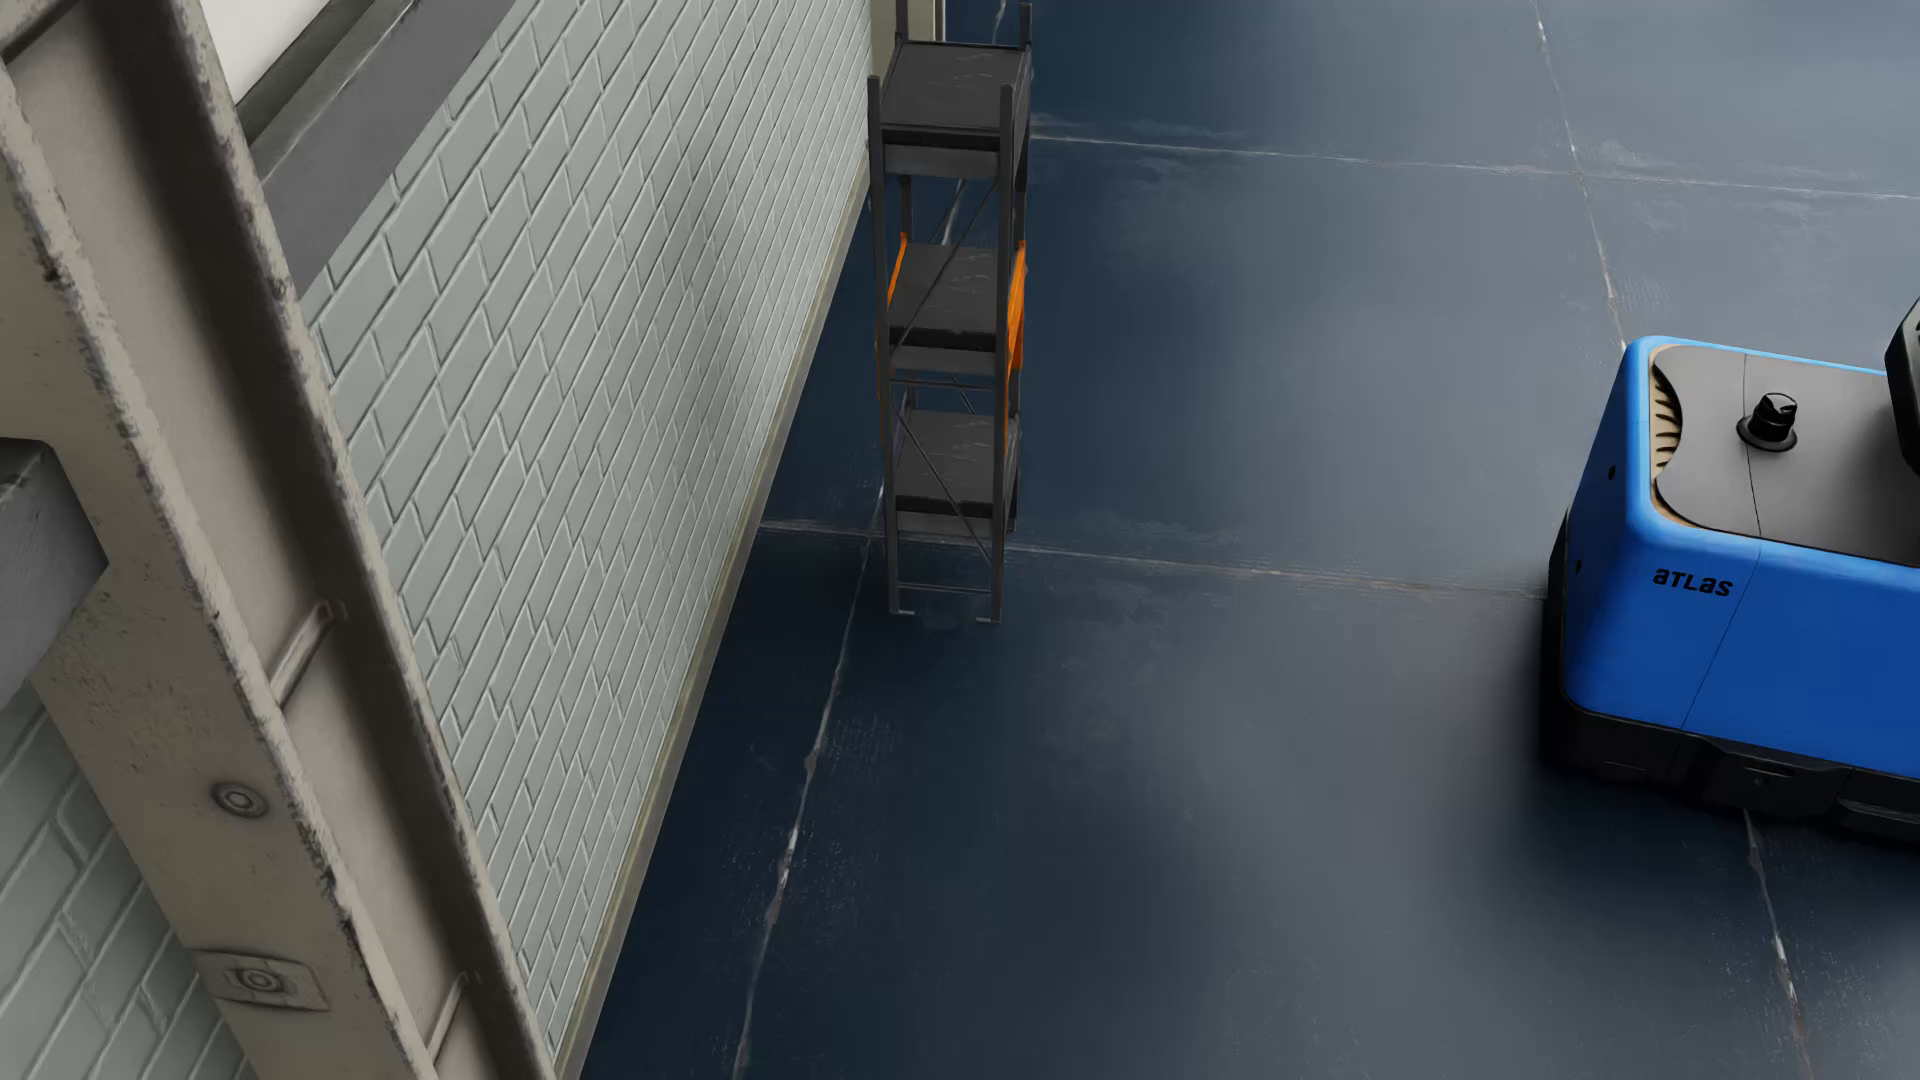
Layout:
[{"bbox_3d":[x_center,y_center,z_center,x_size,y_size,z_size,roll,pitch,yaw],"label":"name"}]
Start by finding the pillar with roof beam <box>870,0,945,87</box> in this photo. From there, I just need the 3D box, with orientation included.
[{"bbox_3d":[4.016,-4.966,4.950,9.100,9.000,0.400,5,44,6],"label":"pillar with roof beam"}]

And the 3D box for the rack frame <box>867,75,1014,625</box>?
[{"bbox_3d":[-0.054,-0.483,5.233,0.400,2.100,0.015,5,44,6],"label":"rack frame"}]

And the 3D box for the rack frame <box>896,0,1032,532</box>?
[{"bbox_3d":[0.010,-0.816,5.585,0.400,2.100,0.015,5,44,6],"label":"rack frame"}]

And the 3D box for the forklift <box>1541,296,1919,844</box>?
[{"bbox_3d":[3.485,-0.364,4.503,3.031,2.935,1.130,11,45,12],"label":"forklift"}]

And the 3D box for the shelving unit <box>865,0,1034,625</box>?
[{"bbox_3d":[-0.022,-0.650,5.409,0.431,2.100,0.503,5,44,6],"label":"shelving unit"}]

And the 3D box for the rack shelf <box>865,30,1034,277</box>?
[{"bbox_3d":[-0.022,-1.148,4.937,0.431,0.518,0.480,5,44,6],"label":"rack shelf"}]

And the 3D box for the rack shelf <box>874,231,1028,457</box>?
[{"bbox_3d":[-0.022,-0.640,5.418,0.431,0.518,0.480,5,44,6],"label":"rack shelf"}]

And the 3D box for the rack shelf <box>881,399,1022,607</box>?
[{"bbox_3d":[-0.022,-0.131,5.900,0.431,0.518,0.480,5,44,6],"label":"rack shelf"}]
